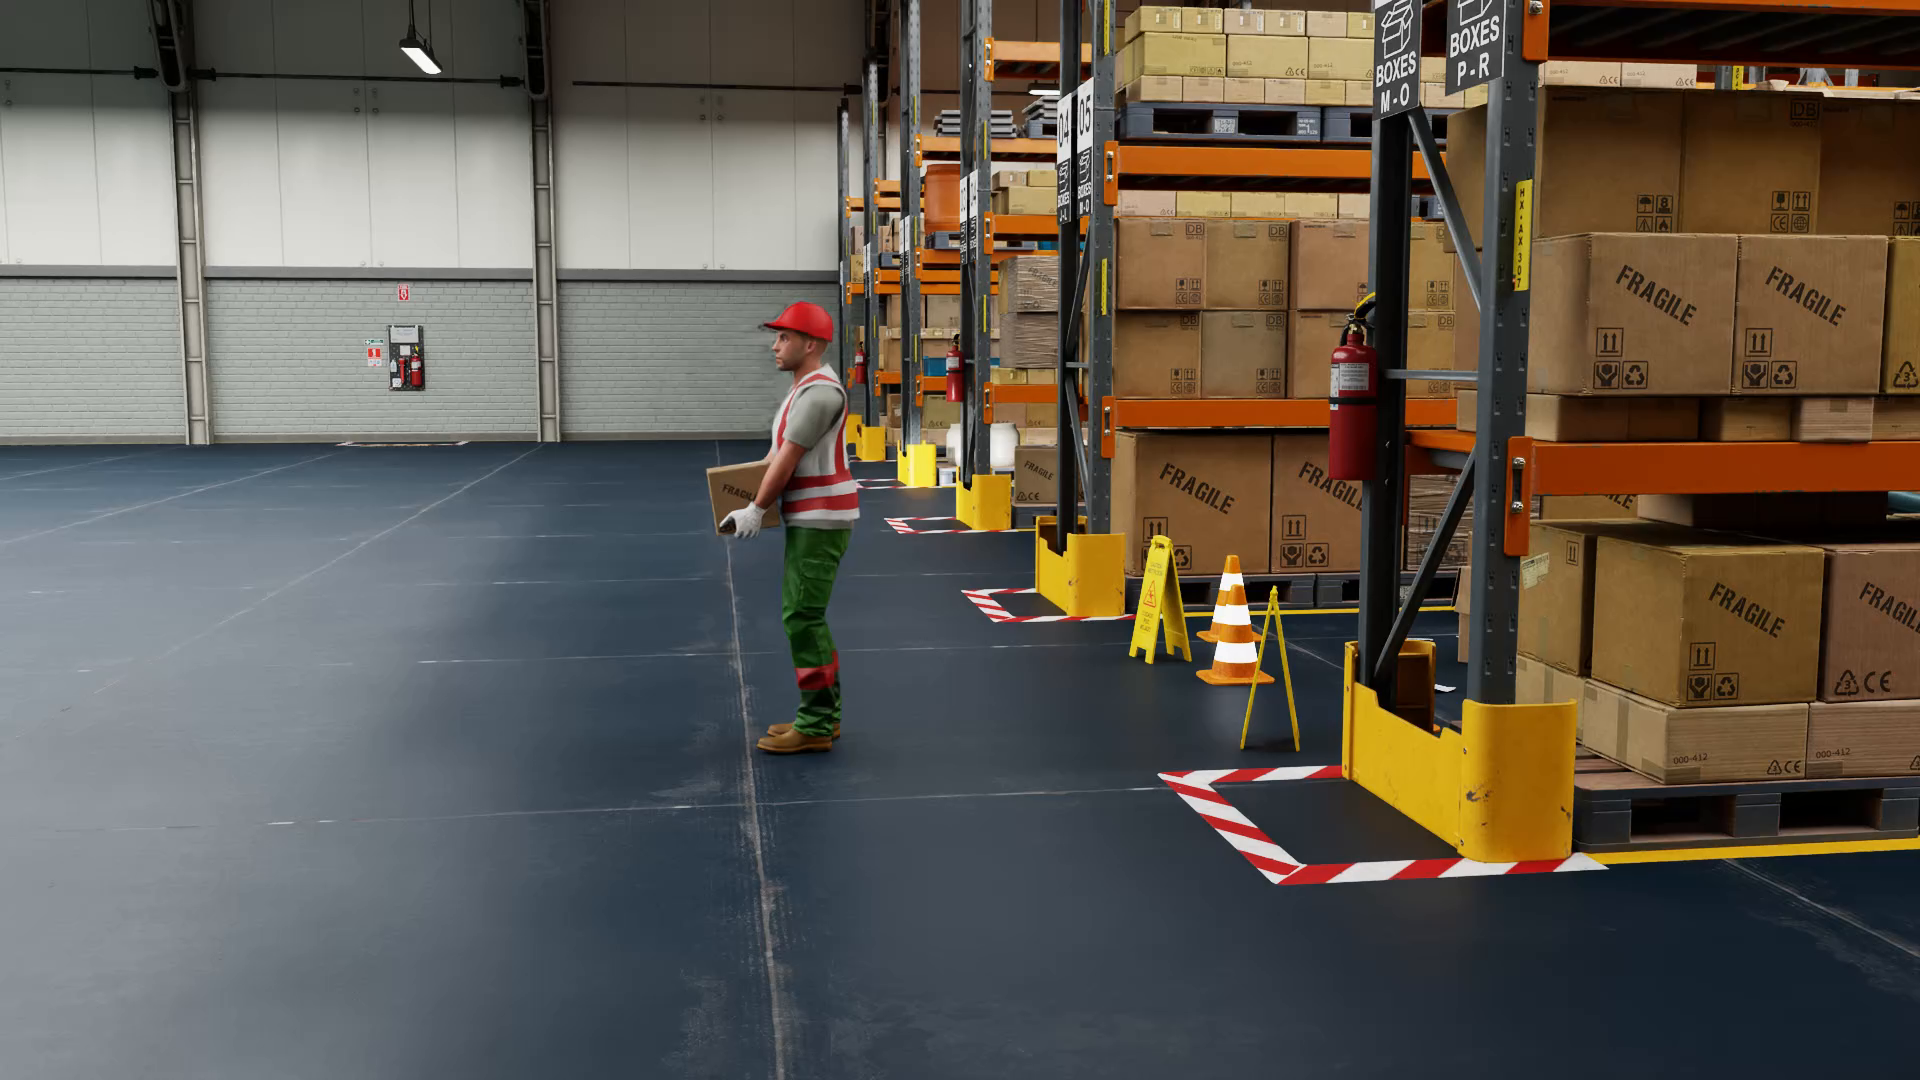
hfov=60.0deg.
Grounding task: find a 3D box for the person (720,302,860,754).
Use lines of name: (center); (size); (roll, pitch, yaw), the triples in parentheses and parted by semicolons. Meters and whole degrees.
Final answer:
person: (-0.682, -0.051, 6.641); (0.559, 1.784, 0.495); (-1, 6, -10)
